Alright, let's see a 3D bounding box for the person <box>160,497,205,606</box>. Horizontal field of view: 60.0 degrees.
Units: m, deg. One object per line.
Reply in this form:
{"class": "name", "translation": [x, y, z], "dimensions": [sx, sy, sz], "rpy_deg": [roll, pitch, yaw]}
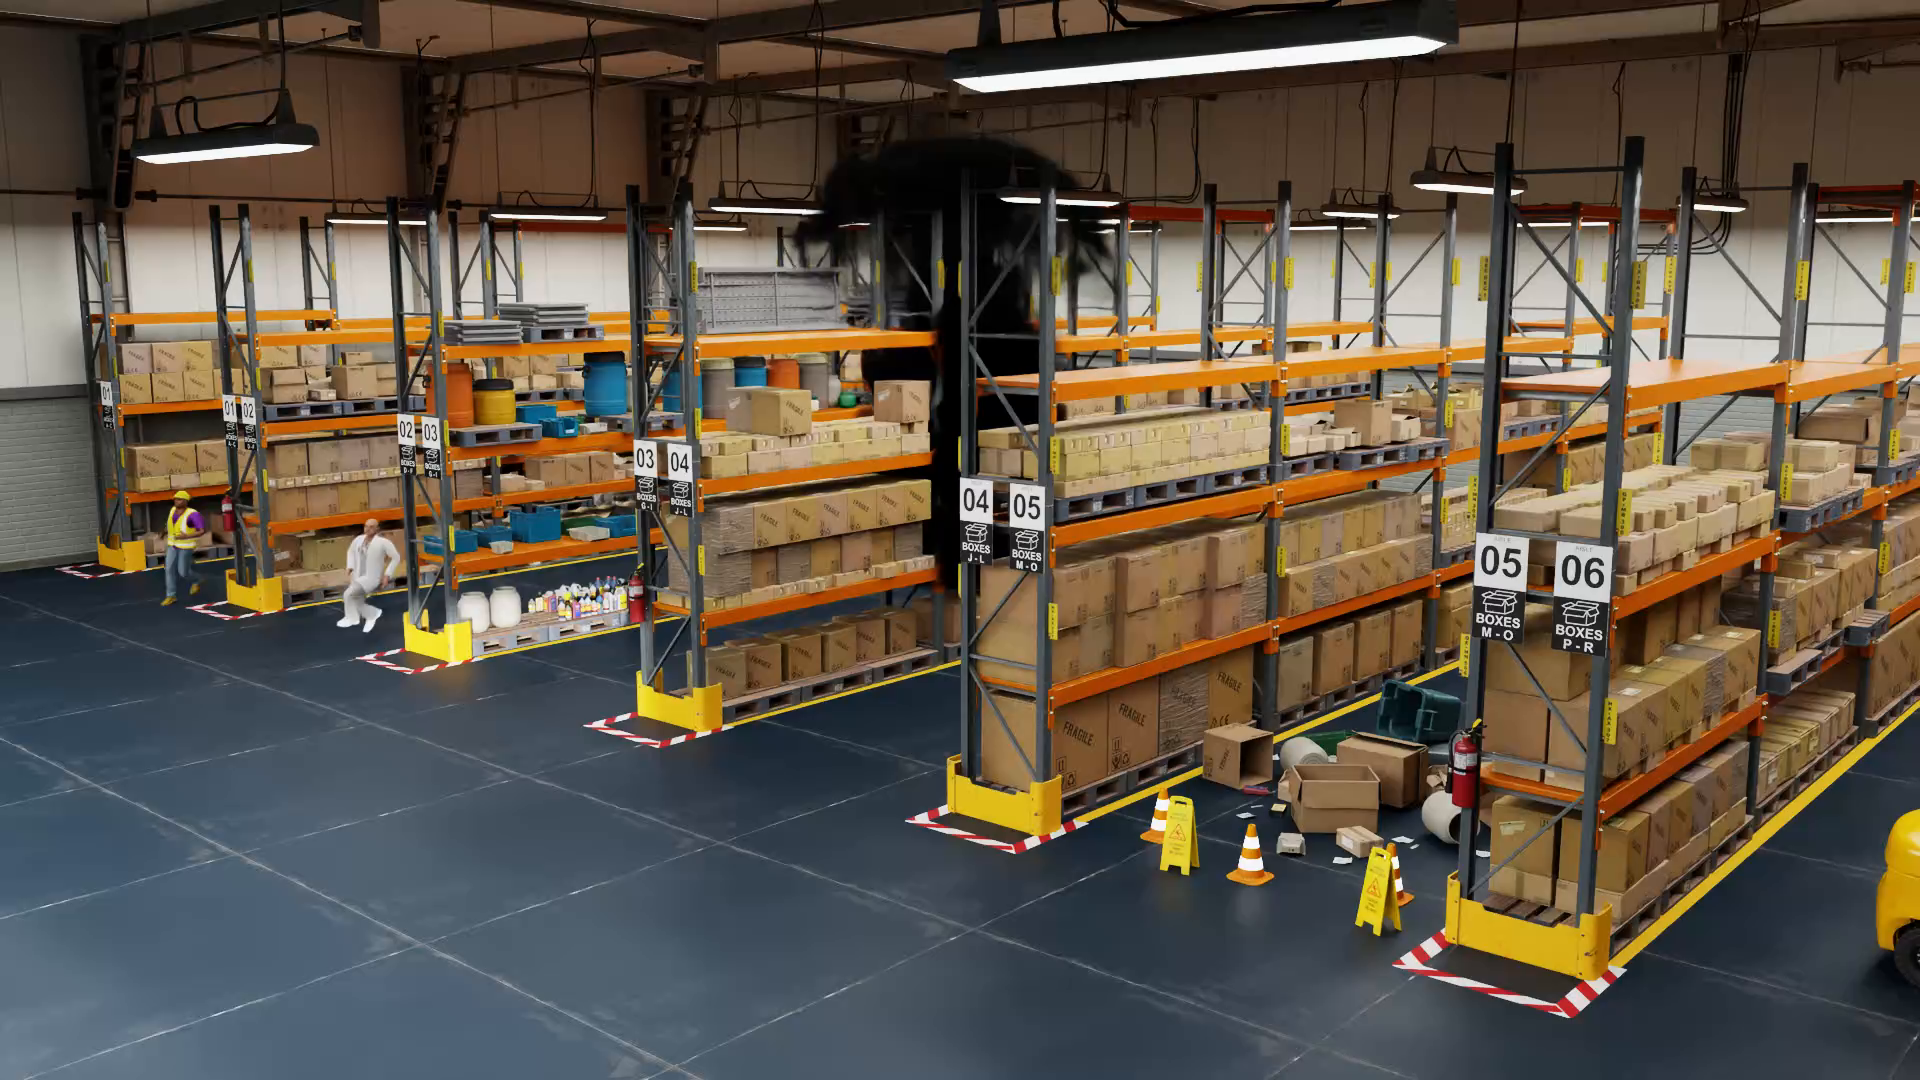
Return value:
{"class": "person", "translation": [-11.898, 0.118, 25.543], "dimensions": [0.745, 1.711, 0.852], "rpy_deg": [3, 10, 16]}

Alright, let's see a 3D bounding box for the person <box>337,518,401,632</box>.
{"class": "person", "translation": [-8.046, 0.519, 22.681], "dimensions": [0.773, 1.641, 0.922], "rpy_deg": [3, 10, 16]}

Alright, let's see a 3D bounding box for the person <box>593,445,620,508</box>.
{"class": "person", "translation": [-6.949, -1.103, 32.746], "dimensions": [0.663, 1.701, 0.780], "rpy_deg": [6, 11, 31]}
